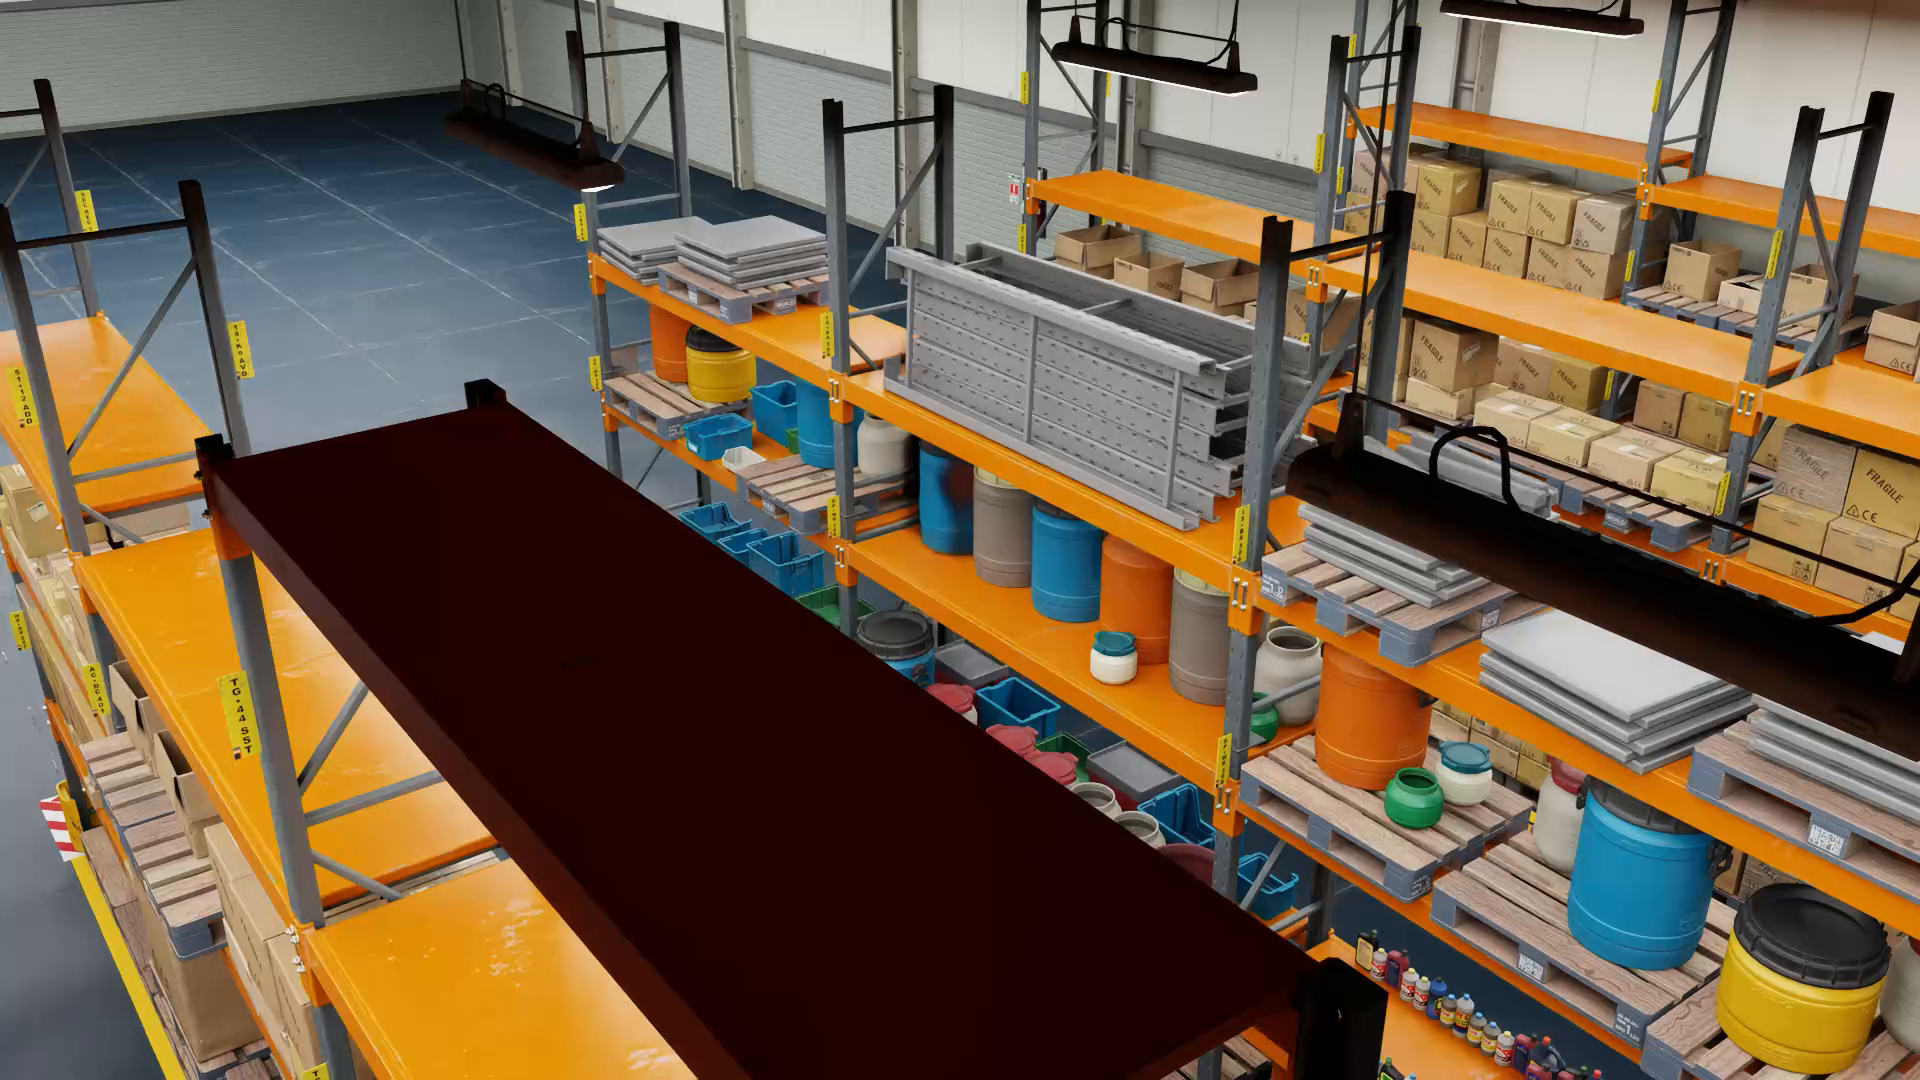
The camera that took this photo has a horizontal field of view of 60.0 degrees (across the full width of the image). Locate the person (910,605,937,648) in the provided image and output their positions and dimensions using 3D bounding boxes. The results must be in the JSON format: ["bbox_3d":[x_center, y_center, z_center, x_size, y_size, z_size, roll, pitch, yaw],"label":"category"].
[{"bbox_3d":[-0.315,0.677,15.591,0.341,1.759,0.560,-11,27,-22],"label":"person"}]
